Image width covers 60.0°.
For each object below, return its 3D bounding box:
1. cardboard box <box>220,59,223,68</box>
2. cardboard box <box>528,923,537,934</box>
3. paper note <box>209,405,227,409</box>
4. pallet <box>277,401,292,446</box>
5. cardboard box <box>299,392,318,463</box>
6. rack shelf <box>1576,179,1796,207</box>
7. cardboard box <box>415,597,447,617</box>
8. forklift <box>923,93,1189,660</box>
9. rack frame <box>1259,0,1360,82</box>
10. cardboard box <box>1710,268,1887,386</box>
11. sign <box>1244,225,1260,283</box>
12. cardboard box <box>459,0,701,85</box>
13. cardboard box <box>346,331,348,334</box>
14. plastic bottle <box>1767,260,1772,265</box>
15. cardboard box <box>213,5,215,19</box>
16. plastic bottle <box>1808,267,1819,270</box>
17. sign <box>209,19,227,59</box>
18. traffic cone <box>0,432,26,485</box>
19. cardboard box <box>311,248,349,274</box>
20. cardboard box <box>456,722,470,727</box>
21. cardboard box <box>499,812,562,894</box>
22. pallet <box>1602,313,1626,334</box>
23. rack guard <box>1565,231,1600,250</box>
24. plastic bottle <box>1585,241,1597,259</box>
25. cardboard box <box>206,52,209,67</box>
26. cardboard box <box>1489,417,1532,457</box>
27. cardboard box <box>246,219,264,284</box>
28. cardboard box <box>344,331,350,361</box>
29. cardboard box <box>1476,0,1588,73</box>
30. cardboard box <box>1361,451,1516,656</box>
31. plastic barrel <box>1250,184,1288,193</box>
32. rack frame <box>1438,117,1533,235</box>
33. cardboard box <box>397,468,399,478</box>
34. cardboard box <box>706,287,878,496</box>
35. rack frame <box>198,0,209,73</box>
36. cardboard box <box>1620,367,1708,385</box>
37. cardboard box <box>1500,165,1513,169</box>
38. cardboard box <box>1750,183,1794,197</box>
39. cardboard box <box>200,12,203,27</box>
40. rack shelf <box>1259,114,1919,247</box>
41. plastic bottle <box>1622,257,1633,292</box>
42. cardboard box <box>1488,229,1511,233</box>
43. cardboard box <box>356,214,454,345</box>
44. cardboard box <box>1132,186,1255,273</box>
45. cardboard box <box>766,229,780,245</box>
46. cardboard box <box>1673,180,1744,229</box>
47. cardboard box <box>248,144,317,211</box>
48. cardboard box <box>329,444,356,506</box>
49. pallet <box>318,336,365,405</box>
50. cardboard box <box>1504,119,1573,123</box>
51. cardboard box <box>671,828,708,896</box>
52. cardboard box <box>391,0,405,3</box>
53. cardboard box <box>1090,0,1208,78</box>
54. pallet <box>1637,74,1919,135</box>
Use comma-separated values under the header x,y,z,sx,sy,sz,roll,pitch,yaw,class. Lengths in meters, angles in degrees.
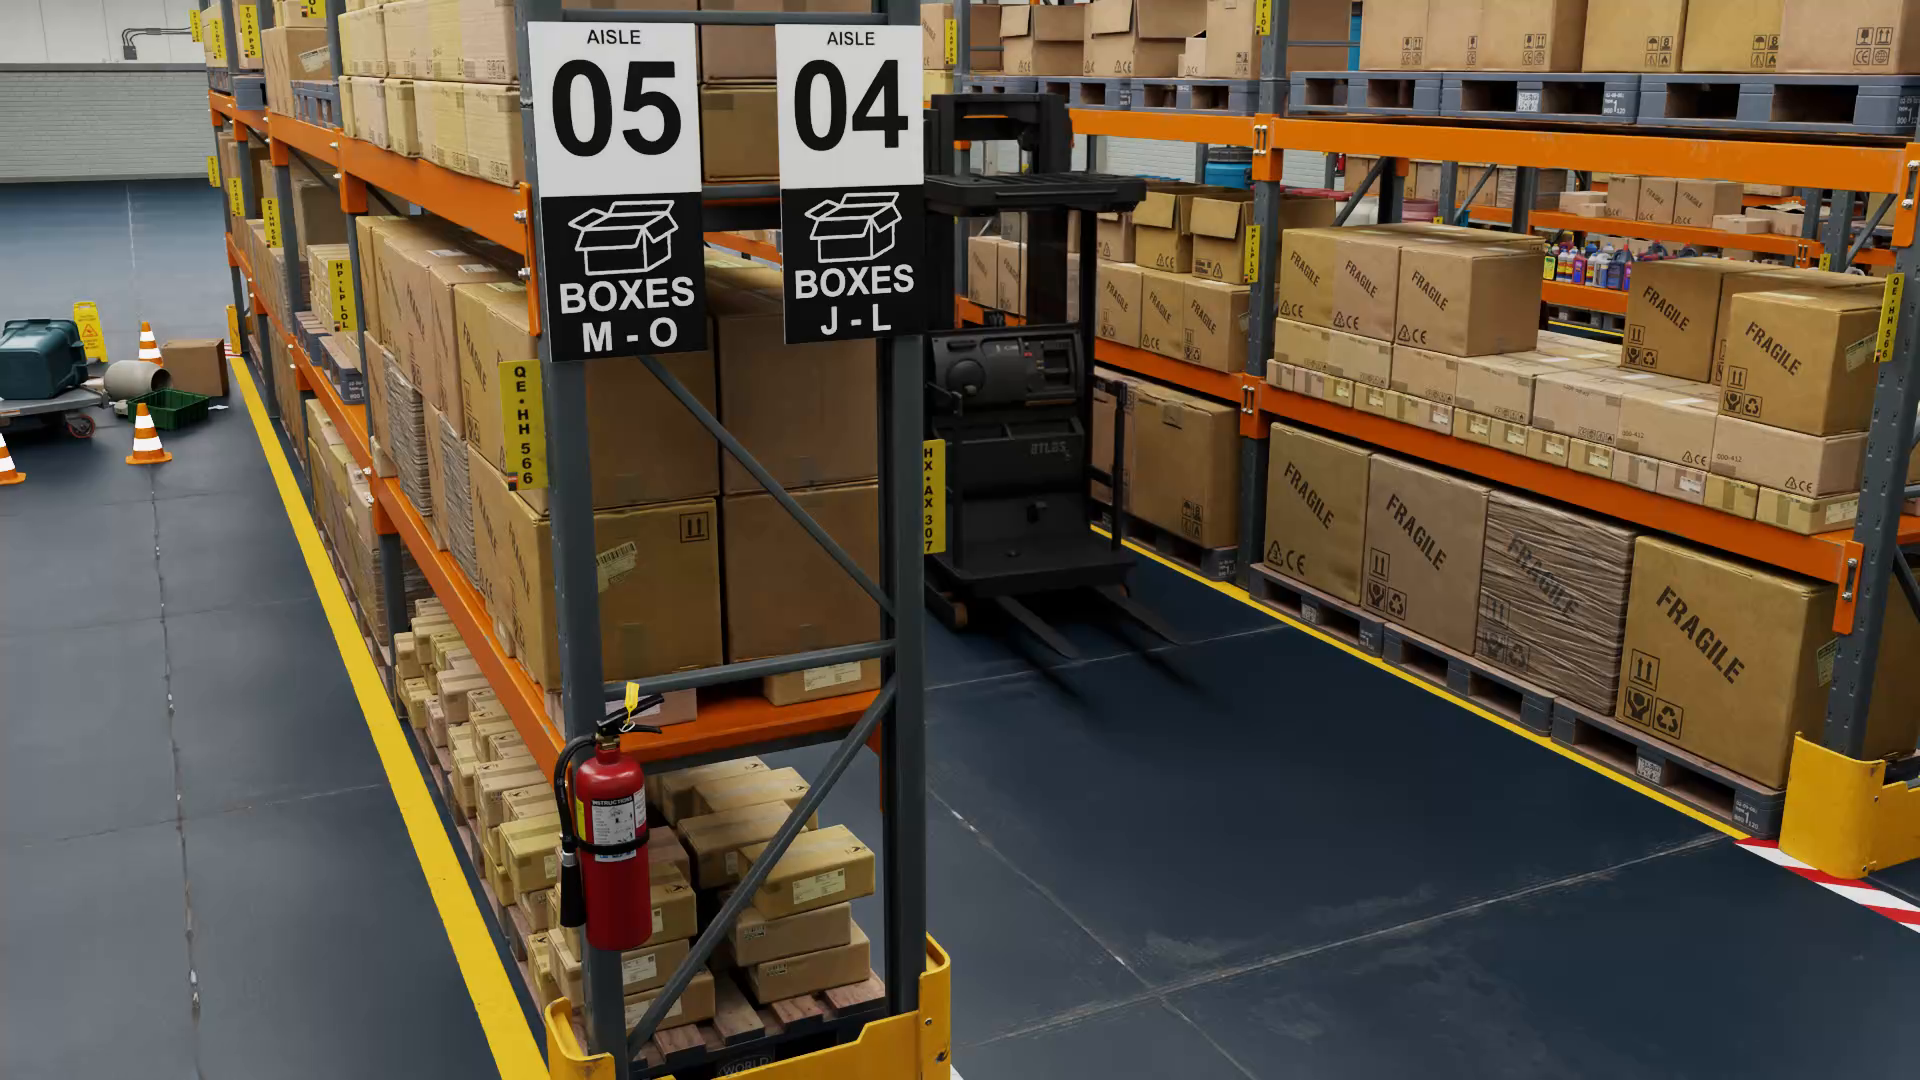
x,y,z,sx,sy,sz,roll,pitch,yaw,class
-6.504,-4.361,15.086,0.380,0.149,0.250,-7,18,-24,cardboard box
-1.355,1.239,5.902,0.380,0.149,0.250,-7,18,-24,cardboard box
-6.940,-1.243,15.525,0.142,0.020,0.147,7,17,23,paper note
-5.426,-1.090,14.666,1.003,0.211,1.213,-8,18,-25,pallet
-4.265,-0.903,12.276,1.050,0.750,0.750,-8,18,-26,cardboard box
11.153,-5.133,25.002,1.077,0.370,4.000,-8,18,-25,rack shelf
-2.362,0.364,7.872,0.380,0.149,0.250,-7,17,-23,cardboard box
0.358,-1.022,9.499,1.130,2.935,3.031,-6,17,-19,forklift
2.176,-4.087,9.178,1.000,3.000,0.127,-8,18,-25,rack frame
3.742,-0.918,7.386,0.500,0.500,0.500,-8,18,-26,cardboard box
1.692,-1.654,9.619,0.100,0.325,0.005,-8,18,-25,sign
-1.005,-1.330,4.376,0.500,0.250,0.500,-8,18,-27,cardboard box
-3.260,-1.254,9.338,0.380,0.149,0.250,-8,18,-25,cardboard box
6.462,-2.108,13.371,0.061,0.283,0.133,-8,18,-25,plastic bottle
-6.608,-4.806,15.189,0.380,0.149,0.250,-7,18,-24,cardboard box
6.608,-1.994,12.984,0.152,0.276,0.135,-8,18,-25,plastic bottle
-6.330,-4.273,14.185,0.100,0.325,0.005,-8,18,-25,sign
-7.410,-0.680,12.783,0.336,0.463,0.334,-8,18,-25,traffic cone
-3.931,-1.783,10.643,0.380,0.149,0.250,-8,18,-26,cardboard box
-1.910,0.772,6.992,0.380,0.149,0.250,-7,17,-22,cardboard box
-1.321,1.027,5.563,0.380,0.149,0.250,-8,18,-26,cardboard box
8.474,-2.562,19.795,1.003,0.211,1.213,-8,18,-25,pallet
10.310,-4.754,26.910,1.175,0.500,0.348,-8,18,-25,rack guard
5.657,-2.547,14.920,0.097,0.271,0.097,0,16,0,plastic bottle
-7.610,-4.988,17.271,0.380,0.149,0.250,-7,18,-24,cardboard box
2.807,-0.518,8.074,0.380,0.149,0.250,-7,18,-24,cardboard box
-5.843,-2.498,14.335,0.500,0.500,0.500,-7,18,-24,cardboard box
-3.253,-1.107,9.365,0.380,0.149,0.250,-7,17,-22,cardboard box
2.906,-2.475,7.877,0.700,0.500,0.500,-7,17,-22,cardboard box
2.787,0.013,8.859,0.875,0.875,0.875,-8,18,-25,cardboard box
3.345,-3.587,18.065,0.433,0.535,0.433,0,16,0,plastic barrel
4.876,-2.793,15.547,1.000,3.000,0.127,-8,18,-25,rack frame
-2.317,-0.343,7.464,0.380,0.149,0.250,-7,17,-23,cardboard box
-0.533,-0.452,4.855,0.500,0.500,0.500,-8,18,-25,cardboard box
-7.584,-6.488,17.545,1.000,3.000,0.127,-8,18,-25,rack frame
3.510,-0.687,7.939,0.500,0.250,0.500,-8,18,-27,cardboard box
7.160,-4.846,21.342,0.380,0.149,0.250,-8,18,-26,cardboard box
11.549,-5.001,23.475,0.500,0.250,0.500,-8,18,-25,cardboard box
-7.724,-5.437,17.389,0.380,0.149,0.250,-7,18,-24,cardboard box
3.052,-1.803,7.962,1.077,0.370,4.000,-8,18,-25,rack shelf
5.481,-2.163,13.560,0.061,0.283,0.133,-8,18,-25,plastic bottle
6.970,-3.838,22.049,0.500,0.500,0.500,-8,18,-25,cardboard box
-2.348,-1.159,7.319,0.500,0.500,0.500,-7,18,-24,cardboard box
1.598,-2.062,10.999,0.797,0.503,0.637,-7,18,-24,cardboard box
-1.788,-3.147,17.234,0.380,0.149,0.250,-8,18,-25,cardboard box
8.580,-3.853,19.059,0.500,0.500,0.500,-9,18,-28,cardboard box
-5.963,-3.299,15.080,0.875,0.550,0.550,-8,18,-25,cardboard box
-3.338,-0.402,9.625,0.500,0.250,0.500,-9,18,-27,cardboard box
-3.175,-1.043,9.793,1.003,0.211,1.213,-8,18,-25,pallet
7.378,-5.164,21.274,0.700,0.500,0.500,-8,18,-25,cardboard box
-0.830,1.103,5.837,0.380,0.149,0.250,-7,18,-24,cardboard box
-1.758,-1.934,5.757,0.380,0.149,0.250,-8,18,-27,cardboard box
1.338,-3.384,11.219,0.797,0.503,0.637,-8,18,-26,cardboard box
3.594,-1.793,6.784,1.003,0.211,1.213,-8,18,-25,pallet
